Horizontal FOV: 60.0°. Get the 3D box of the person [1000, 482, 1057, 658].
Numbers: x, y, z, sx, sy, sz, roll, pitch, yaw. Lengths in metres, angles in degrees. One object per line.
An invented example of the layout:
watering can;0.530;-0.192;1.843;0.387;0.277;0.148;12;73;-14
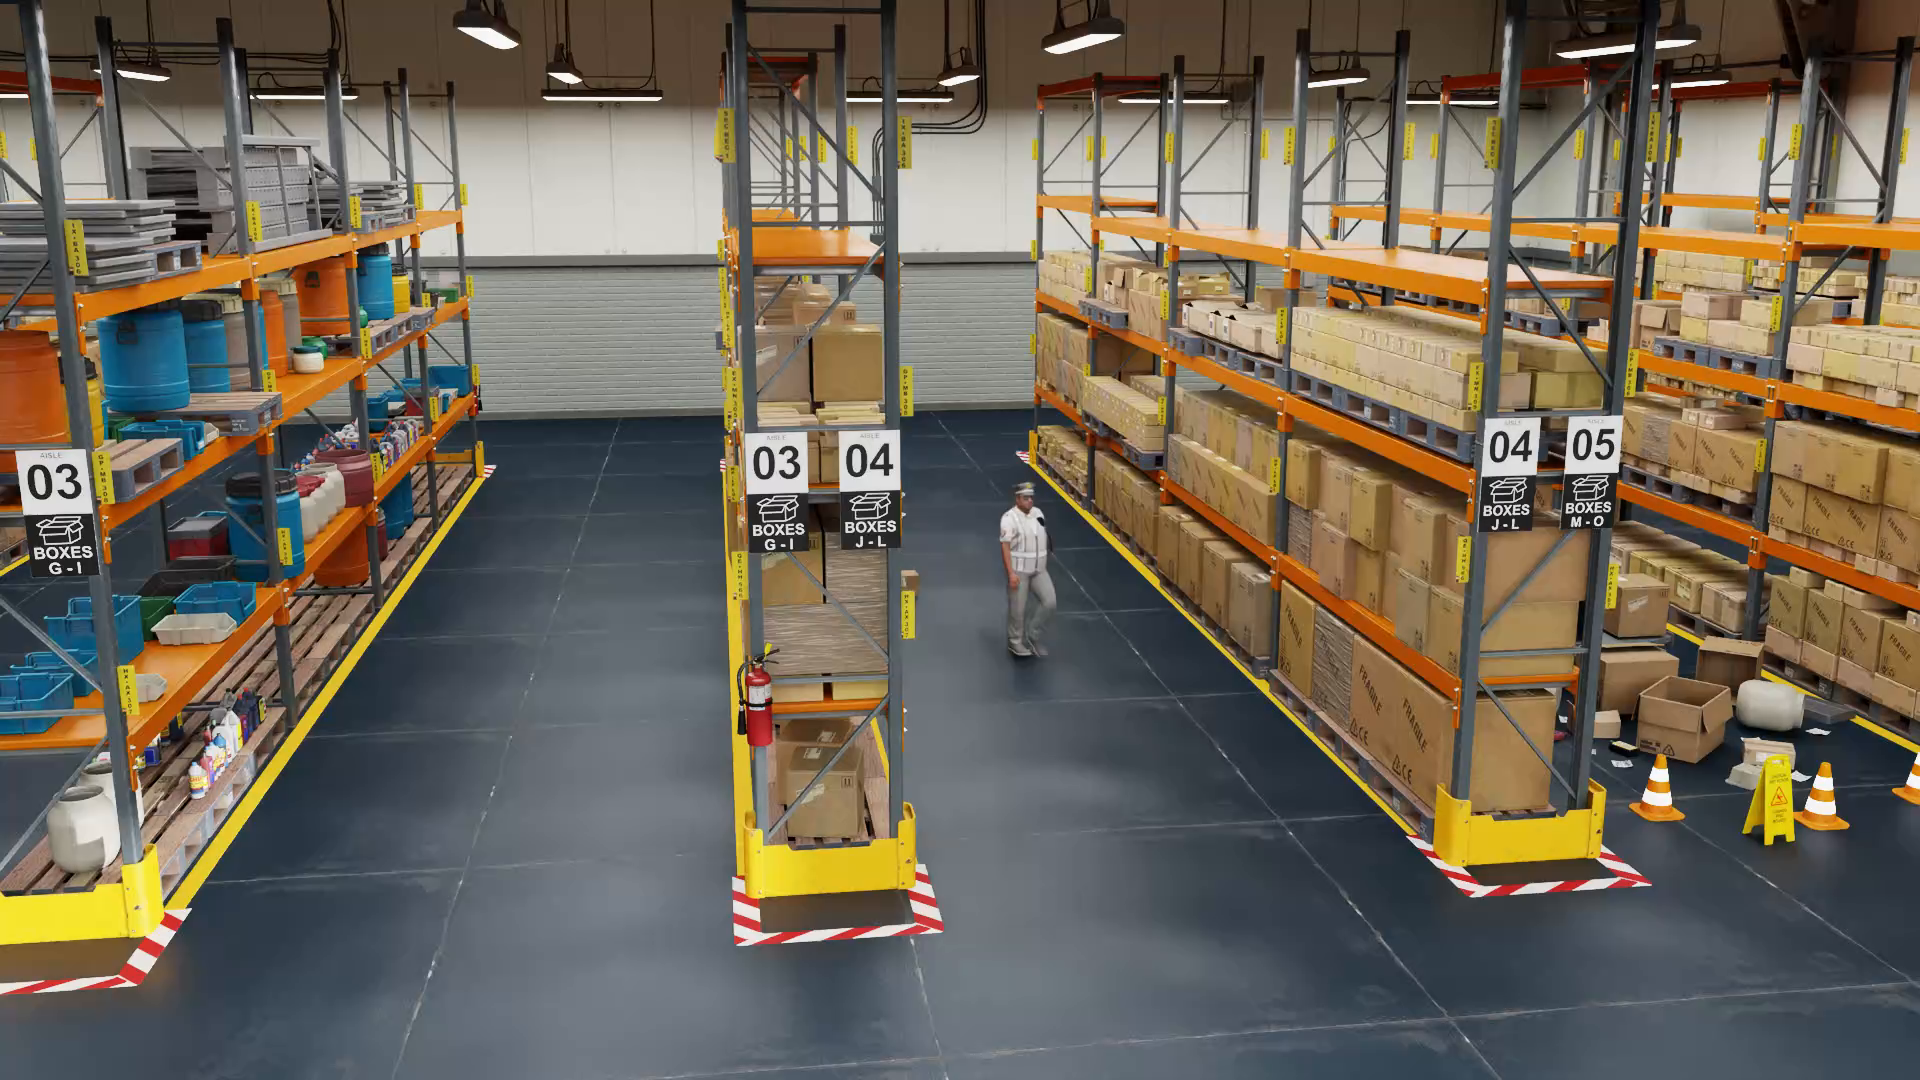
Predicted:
person;0.678;0.325;16.549;0.574;1.829;0.484;-9;16;-33
